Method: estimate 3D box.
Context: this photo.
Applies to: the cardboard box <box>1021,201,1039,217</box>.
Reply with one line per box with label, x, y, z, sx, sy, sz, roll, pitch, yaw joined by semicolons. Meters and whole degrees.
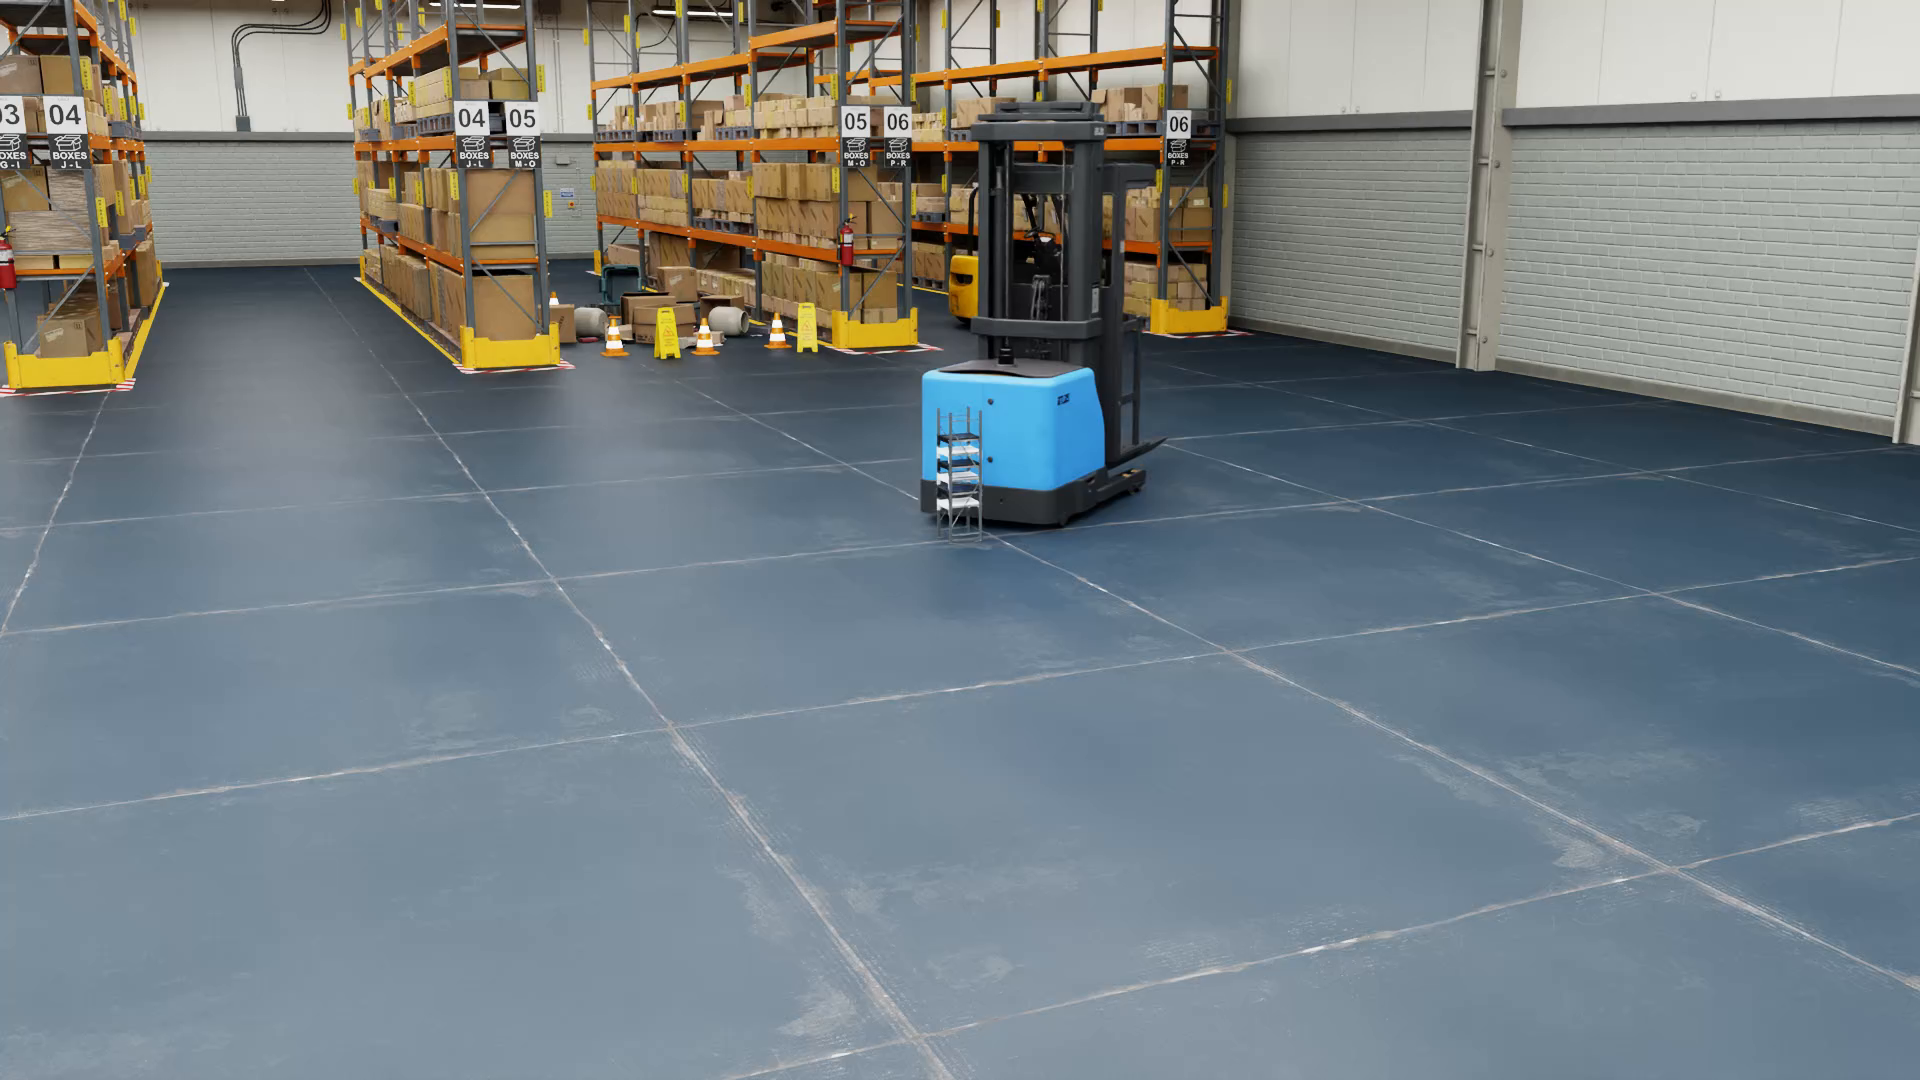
cardboard box;1.371;-5.659;28.393;0.500;0.250;0.500;-6;14;-24

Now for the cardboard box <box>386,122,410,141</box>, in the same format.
cardboard box;-9.303;-6.925;27.763;0.500;0.500;0.500;-6;14;-23

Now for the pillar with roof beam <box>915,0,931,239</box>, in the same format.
pillar with roof beam;-4.800;-9.822;33.852;9.100;9.000;0.400;-6;14;-23

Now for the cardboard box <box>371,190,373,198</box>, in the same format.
cardboard box;-10.392;-6.233;29.956;0.380;0.149;0.250;-6;14;-24

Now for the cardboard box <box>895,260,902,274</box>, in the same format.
cardboard box;-0.997;-5.717;34.032;0.500;0.500;0.500;-6;14;-25

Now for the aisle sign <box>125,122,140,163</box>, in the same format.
aisle sign;-16.385;-7.854;32.886;0.394;0.787;0.004;-6;14;-23

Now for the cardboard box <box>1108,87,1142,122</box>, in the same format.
cardboard box;2.685;-6.637;25.369;0.700;0.500;0.500;-6;14;-23

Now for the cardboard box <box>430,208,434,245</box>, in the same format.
cardboard box;-7.081;-4.491;23.790;0.875;0.550;0.550;-6;14;-23

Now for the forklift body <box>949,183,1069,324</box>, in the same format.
forklift body;0.973;-4.397;25.600;2.313;2.155;1.214;-6;14;-23

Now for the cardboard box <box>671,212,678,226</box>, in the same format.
cardboard box;-5.006;-5.900;30.541;0.500;0.250;0.500;-5;14;-22

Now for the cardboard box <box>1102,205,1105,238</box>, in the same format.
cardboard box;2.350;-5.027;26.217;0.500;0.500;0.500;-6;14;-23

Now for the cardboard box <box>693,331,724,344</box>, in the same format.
cardboard box;-3.518;-2.834;23.285;0.380;0.149;0.250;1;13;6

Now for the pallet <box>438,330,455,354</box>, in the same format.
pallet;-6.514;-2.718;22.646;1.003;0.211;1.213;-6;14;-23

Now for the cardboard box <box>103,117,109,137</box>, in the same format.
cardboard box;-11.403;-5.384;21.660;0.500;0.250;0.500;-5;14;-21

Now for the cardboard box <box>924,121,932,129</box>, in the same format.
cardboard box;-0.470;-8.030;32.209;0.380;0.149;0.250;-6;14;-23

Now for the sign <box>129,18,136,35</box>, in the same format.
sign;-16.129;-10.008;32.407;0.100;0.325;0.005;-6;14;-23

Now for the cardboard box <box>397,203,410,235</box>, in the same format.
cardboard box;-8.909;-5.251;27.185;0.500;0.500;0.500;-5;14;-22

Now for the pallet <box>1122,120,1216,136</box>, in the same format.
pallet;3.145;-6.151;24.836;1.003;0.211;1.213;-6;14;-23

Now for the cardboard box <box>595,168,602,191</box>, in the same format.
cardboard box;-7.620;-7.851;36.202;0.500;0.500;0.500;-6;14;-24

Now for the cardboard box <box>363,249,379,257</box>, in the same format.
cardboard box;-12.148;-5.939;34.450;0.380;0.149;0.250;-6;14;-26

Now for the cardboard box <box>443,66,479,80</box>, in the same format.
cardboard box;-6.083;-5.687;20.271;0.380;0.149;0.250;-5;14;-22

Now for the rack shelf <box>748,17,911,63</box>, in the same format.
rack shelf;-1.943;-7.119;23.773;1.077;0.370;4.000;-6;14;-23

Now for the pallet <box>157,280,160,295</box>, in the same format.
pallet;-15.755;-4.777;31.542;1.003;0.211;1.213;-6;14;-23

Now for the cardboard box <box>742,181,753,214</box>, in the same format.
cardboard box;-3.140;-5.434;26.384;0.500;0.500;0.500;-6;14;-24

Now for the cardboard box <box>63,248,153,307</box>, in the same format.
cardboard box;-13.684;-4.206;26.673;1.225;0.875;0.875;-6;14;-26

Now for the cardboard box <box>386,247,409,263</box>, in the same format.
cardboard box;-9.974;-5.106;29.729;0.500;0.250;0.500;-5;14;-21

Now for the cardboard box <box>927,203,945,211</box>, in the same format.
cardboard box;-0.415;-6.420;32.082;0.380;0.149;0.250;-5;14;-22

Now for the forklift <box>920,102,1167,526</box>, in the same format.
forklift;0.809;-1.815;12.711;1.130;2.935;3.031;6;14;25

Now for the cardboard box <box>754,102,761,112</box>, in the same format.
cardboard box;-2.917;-6.594;25.345;0.380;0.149;0.250;-6;14;-24

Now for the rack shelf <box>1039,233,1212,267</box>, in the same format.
rack shelf;2.603;-4.647;26.390;1.077;0.370;4.000;-6;14;-23

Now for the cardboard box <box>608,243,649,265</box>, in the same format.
cardboard box;-7.195;-6.269;36.557;0.875;0.438;0.875;-6;14;-25

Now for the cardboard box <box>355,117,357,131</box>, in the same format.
cardboard box;-11.899;-8.382;33.507;0.500;0.250;0.500;-6;14;-24

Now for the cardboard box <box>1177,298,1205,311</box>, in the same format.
cardboard box;3.387;-3.568;25.301;0.500;0.250;0.500;-6;14;-23

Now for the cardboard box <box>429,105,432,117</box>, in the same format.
cardboard box;-6.796;-5.665;21.948;0.380;0.149;0.250;-5;14;-22

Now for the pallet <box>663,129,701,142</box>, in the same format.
pallet;-4.653;-7.285;29.961;1.213;0.211;1.003;-5;14;-20

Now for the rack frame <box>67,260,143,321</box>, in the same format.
rack frame;-13.427;-4.893;25.857;1.000;3.000;0.127;-6;14;-23

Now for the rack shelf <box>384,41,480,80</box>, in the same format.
rack shelf;-8.041;-7.284;25.367;1.077;0.370;4.000;-6;14;-23

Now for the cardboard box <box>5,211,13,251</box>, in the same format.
cardboard box;-10.728;-3.642;19.572;0.875;0.500;0.500;-6;14;-23

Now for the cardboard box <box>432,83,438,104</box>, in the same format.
cardboard box;-6.489;-5.736;21.371;0.500;0.250;0.500;-6;14;-23

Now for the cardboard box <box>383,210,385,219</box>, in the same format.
cardboard box;-9.558;-5.514;28.167;0.380;0.149;0.250;-6;14;-23

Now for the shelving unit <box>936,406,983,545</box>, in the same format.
shelving unit;-0.003;-0.440;11.276;0.258;0.900;0.210;-6;14;-23

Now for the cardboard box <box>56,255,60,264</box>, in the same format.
cardboard box;-10.921;-3.365;19.813;0.380;0.149;0.250;-6;14;-23

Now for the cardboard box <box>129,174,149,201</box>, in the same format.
cardboard box;-16.196;-6.906;32.565;0.500;0.500;0.500;-5;14;-22

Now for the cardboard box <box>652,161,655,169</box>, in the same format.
cardboard box;-6.370;-7.565;33.526;0.380;0.149;0.250;-5;14;-22

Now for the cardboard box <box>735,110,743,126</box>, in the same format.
cardboard box;-3.309;-6.767;26.703;0.500;0.250;0.500;-5;14;-22

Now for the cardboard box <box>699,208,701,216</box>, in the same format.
cardboard box;-4.387;-5.786;29.343;0.380;0.149;0.250;-7;15;-26

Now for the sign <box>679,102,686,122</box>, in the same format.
sign;-4.859;-7.491;29.110;0.100;0.325;0.005;-6;14;-23

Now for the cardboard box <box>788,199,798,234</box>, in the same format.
cardboard box;-2.191;-4.730;24.272;0.500;0.500;0.500;-5;14;-22

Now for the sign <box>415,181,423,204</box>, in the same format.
sign;-7.733;-4.968;23.790;0.100;0.325;0.005;-6;14;-23

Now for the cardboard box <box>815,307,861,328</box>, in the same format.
cardboard box;-1.722;-3.148;23.484;0.500;0.250;0.500;-6;14;-23

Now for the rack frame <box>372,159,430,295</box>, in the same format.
rack frame;-10.444;-6.146;31.273;1.000;3.000;0.127;-6;14;-23

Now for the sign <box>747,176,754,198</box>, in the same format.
sign;-3.252;-5.474;25.803;0.100;0.325;0.005;-6;14;-23

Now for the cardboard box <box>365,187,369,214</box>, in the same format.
cardboard box;-11.302;-6.624;32.458;0.500;0.500;0.500;-6;14;-23
